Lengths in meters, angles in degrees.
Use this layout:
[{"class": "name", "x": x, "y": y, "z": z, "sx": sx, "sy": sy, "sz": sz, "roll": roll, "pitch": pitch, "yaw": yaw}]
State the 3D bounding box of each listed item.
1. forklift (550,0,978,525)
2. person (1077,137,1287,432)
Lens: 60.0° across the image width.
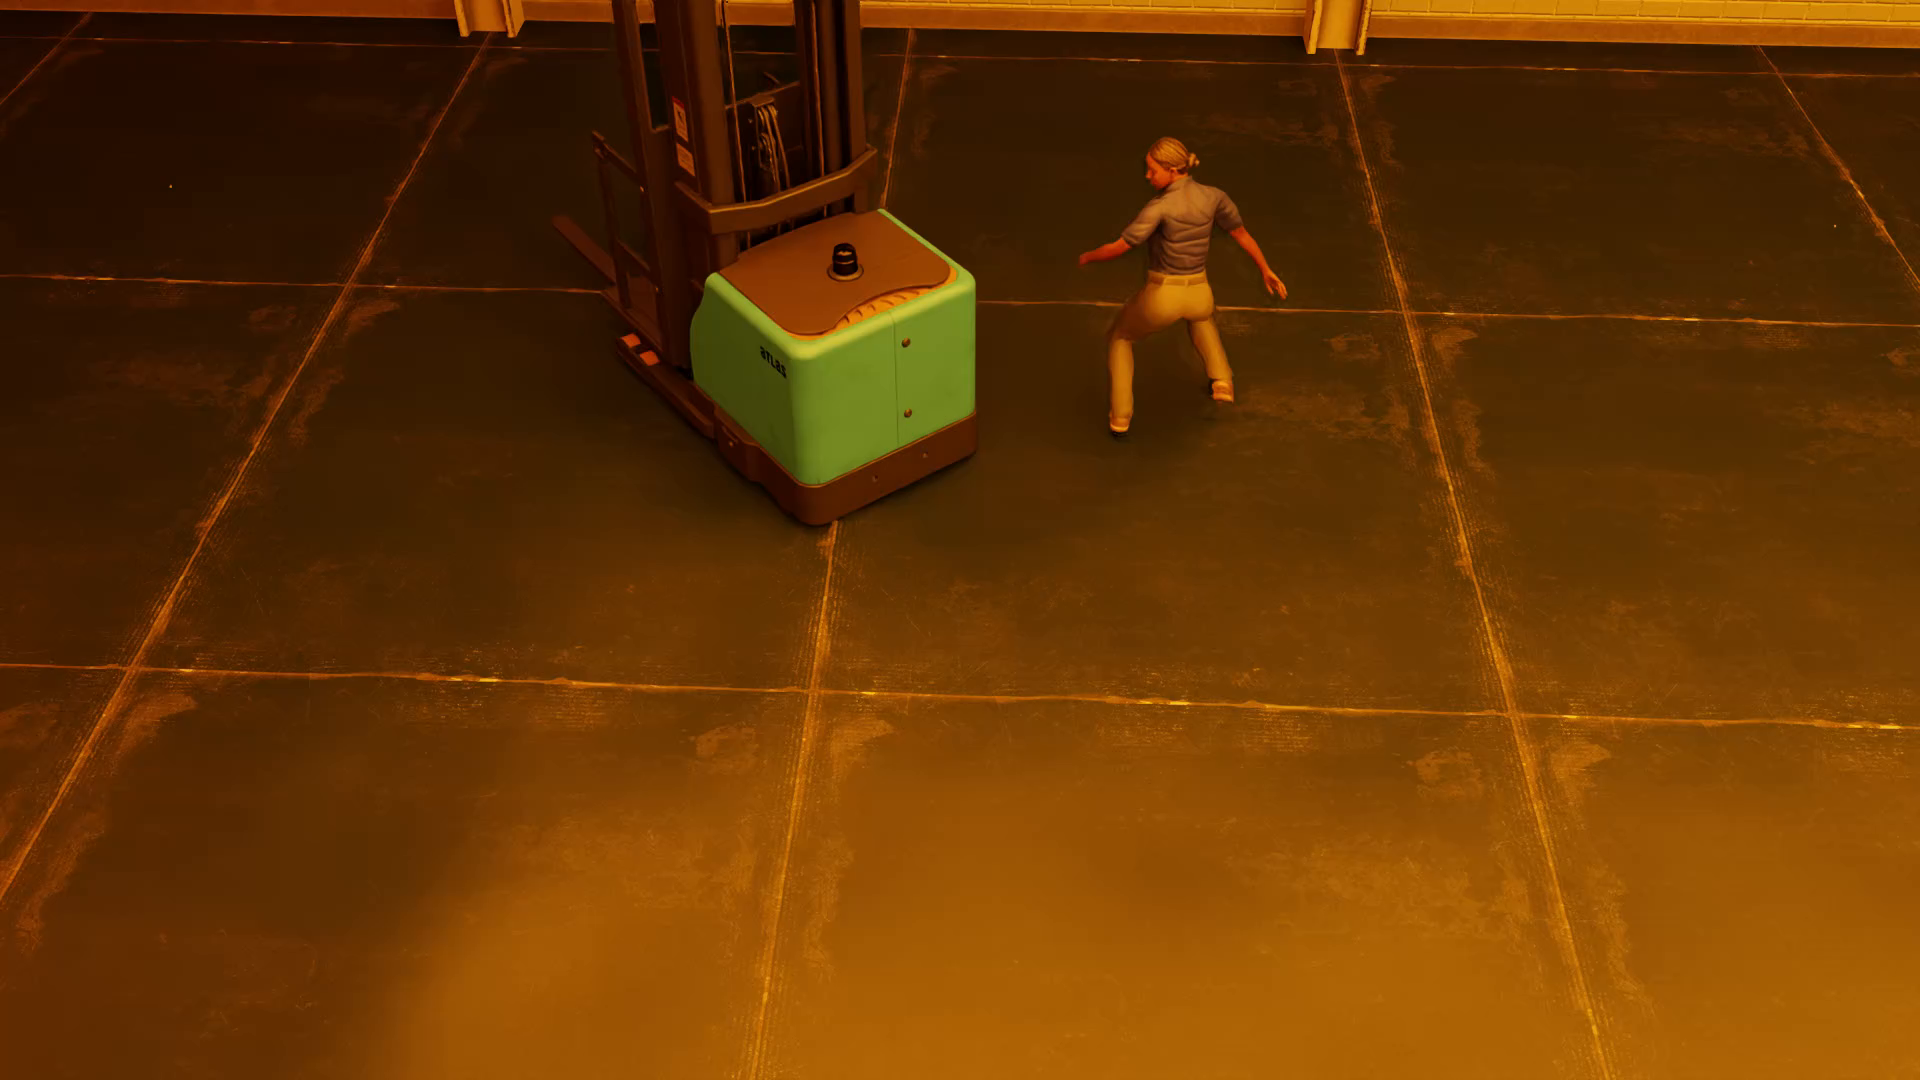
[{"class": "forklift", "x": -1.196, "y": -2.098, "z": 8.041, "sx": 1.130, "sy": 2.935, "sz": 3.031, "roll": -27, "pitch": 49, "yaw": -26}, {"class": "person", "x": 1.087, "y": -1.236, "z": 8.232, "sx": 0.941, "sy": 1.567, "sz": 0.517, "roll": -14, "pitch": 44, "yaw": -15}]
